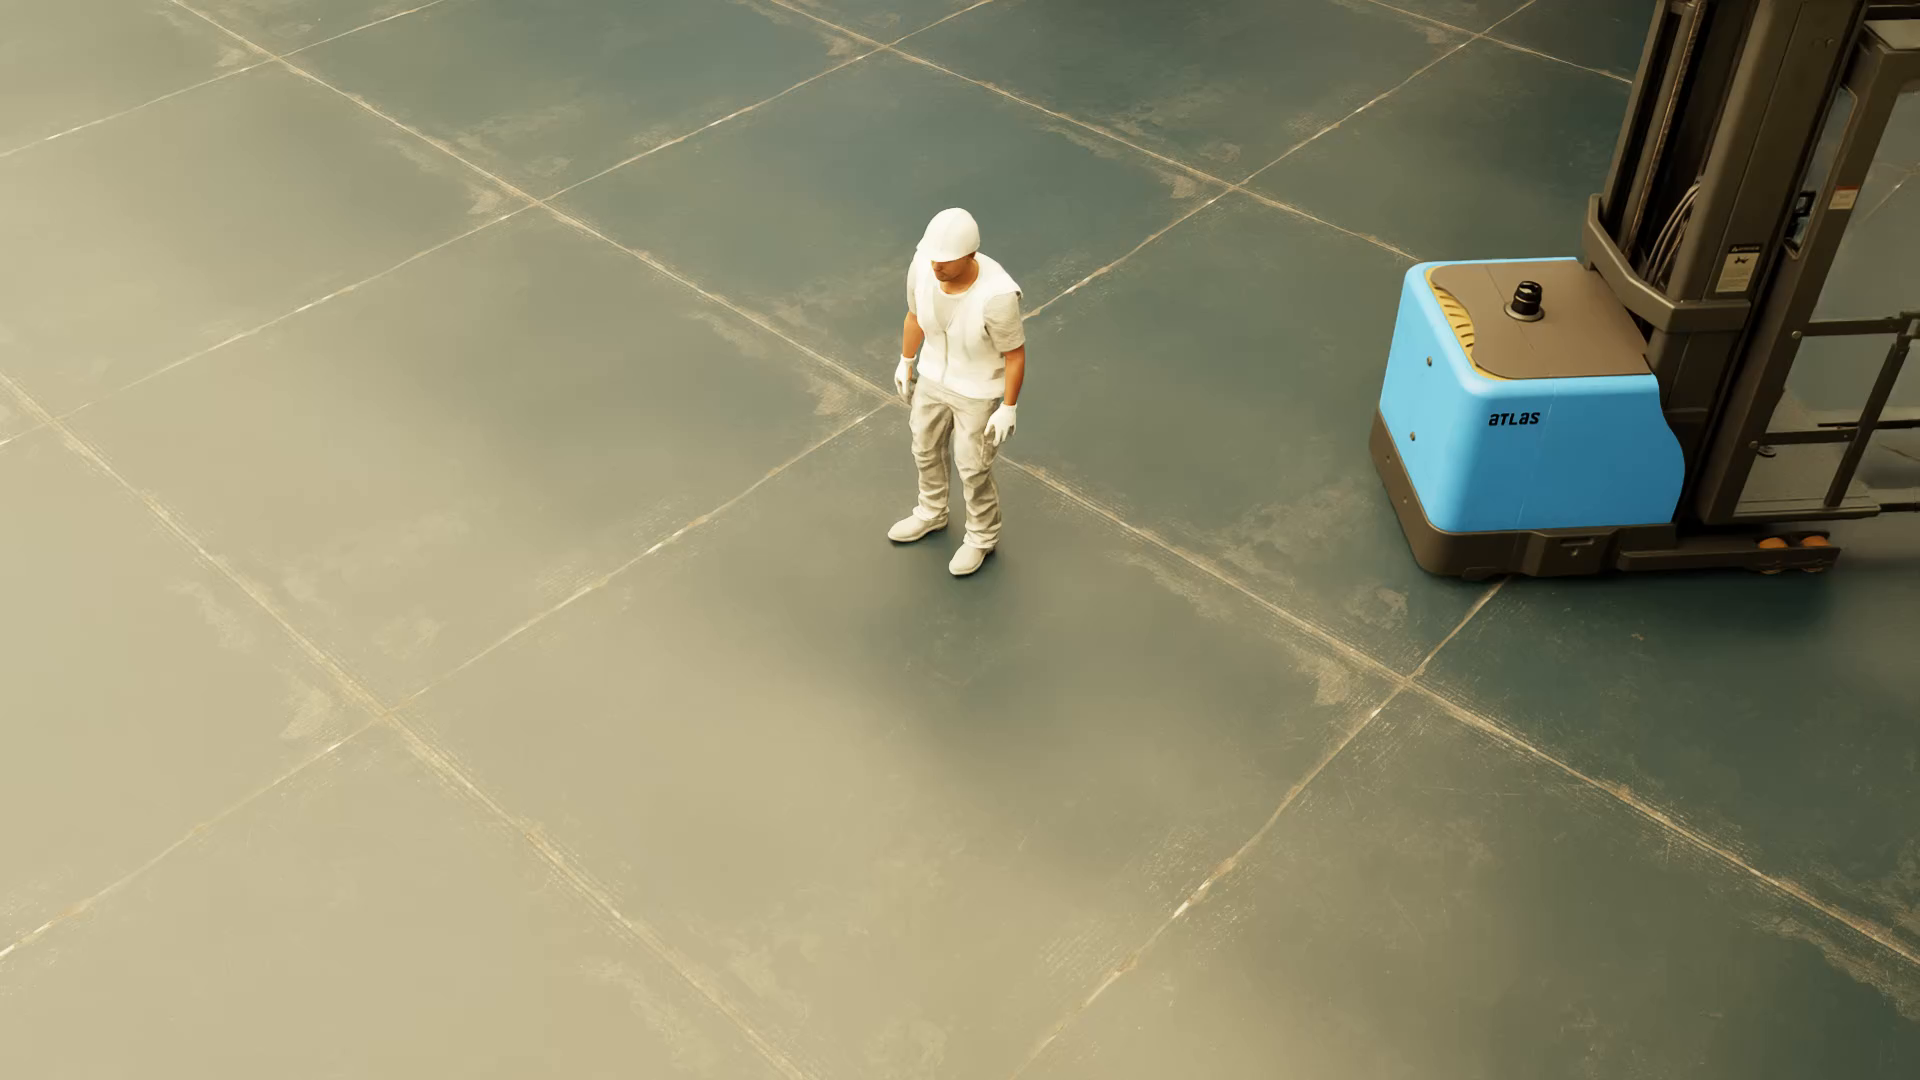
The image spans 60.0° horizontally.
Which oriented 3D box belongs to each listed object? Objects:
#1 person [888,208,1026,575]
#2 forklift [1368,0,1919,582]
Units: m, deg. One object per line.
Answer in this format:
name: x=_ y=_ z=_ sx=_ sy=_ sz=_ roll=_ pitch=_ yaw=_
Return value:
person: x=-0.013 y=-0.645 z=7.073 sx=0.620 sy=1.773 sz=0.449 roll=28 pitch=48 yaw=29
forklift: x=3.530 y=-1.303 z=6.946 sx=3.031 sy=2.935 sz=1.130 roll=-3 pitch=41 yaw=-3
